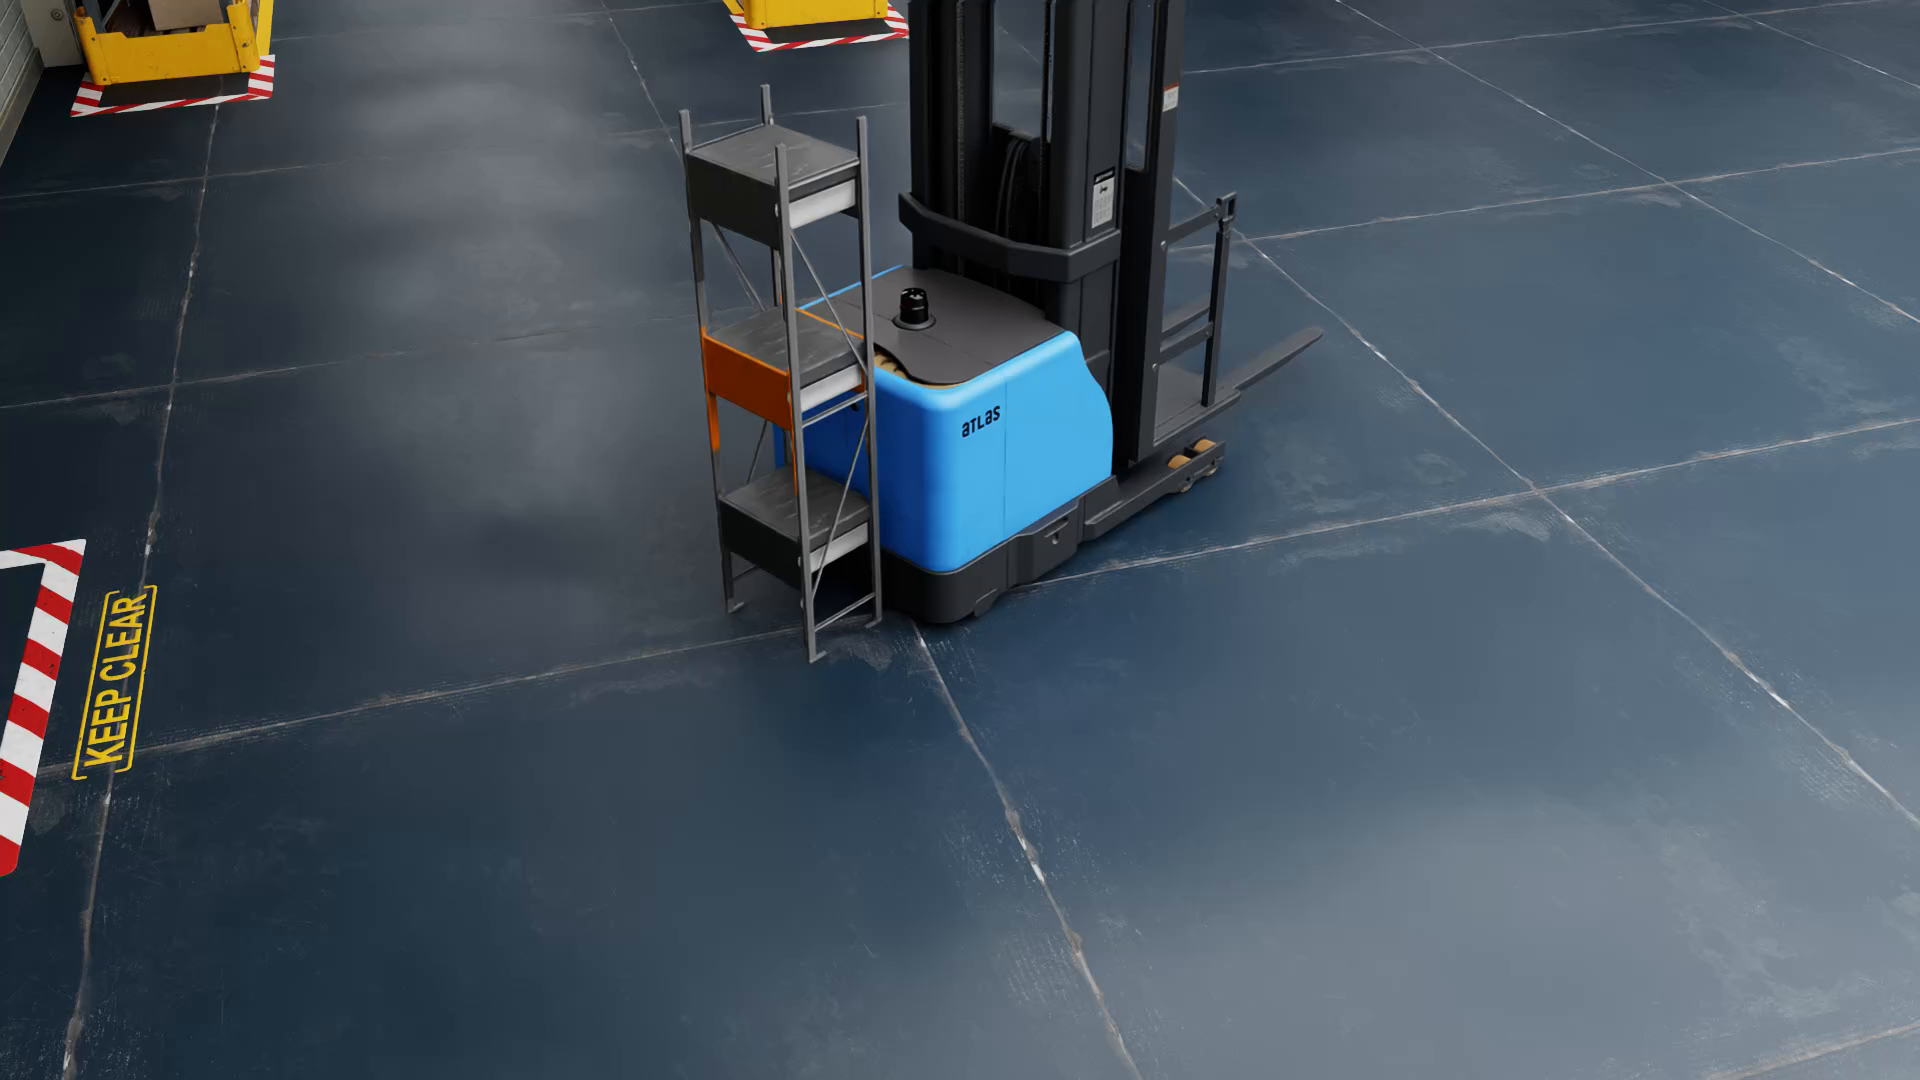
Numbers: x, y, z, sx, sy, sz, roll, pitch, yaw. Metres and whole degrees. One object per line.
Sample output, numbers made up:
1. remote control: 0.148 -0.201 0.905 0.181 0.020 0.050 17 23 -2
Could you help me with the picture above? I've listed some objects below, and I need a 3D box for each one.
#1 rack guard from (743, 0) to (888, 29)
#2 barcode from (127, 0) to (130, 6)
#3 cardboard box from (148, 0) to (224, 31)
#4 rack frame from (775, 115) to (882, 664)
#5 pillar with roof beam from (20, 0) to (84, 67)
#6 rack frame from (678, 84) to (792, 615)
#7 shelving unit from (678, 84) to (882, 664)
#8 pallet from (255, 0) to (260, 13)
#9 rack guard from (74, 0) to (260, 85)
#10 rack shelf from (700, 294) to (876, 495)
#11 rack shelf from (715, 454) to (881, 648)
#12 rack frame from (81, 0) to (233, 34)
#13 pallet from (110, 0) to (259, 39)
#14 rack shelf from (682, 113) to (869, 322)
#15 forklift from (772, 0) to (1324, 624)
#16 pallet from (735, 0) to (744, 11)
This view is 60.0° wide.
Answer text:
1. rack guard: -1.194 -4.551 13.684 1.175 0.500 0.348 -10 35 -15
2. barcode: -6.430 -4.158 12.853 0.001 0.075 0.075 -10 35 -15
3. cardboard box: -6.043 -4.212 12.943 0.500 0.311 0.500 -14 36 -20
4. rack frame: -0.457 -0.472 6.060 0.015 2.100 0.400 27 42 35
5. pillar with roof beam: -2.855 -8.221 11.528 9.100 9.000 0.400 -10 35 -15
6. rack frame: -0.814 -0.655 6.337 0.015 2.100 0.400 27 42 35
7. shelving unit: -0.636 -0.564 6.198 0.503 2.100 0.431 27 42 35
8. pallet: -6.524 -4.720 14.202 1.003 0.211 1.213 -10 35 -15
9. rack guard: -5.941 -3.769 12.500 1.175 0.500 0.348 -10 35 -15
10. rack shelf: -0.636 -0.552 6.206 0.480 0.518 0.431 27 42 35
11. rack shelf: -0.636 0.032 6.592 0.480 0.518 0.431 27 42 35
12. rack frame: -5.918 -4.772 11.751 1.000 3.000 0.127 -10 35 -15
13. pallet: -6.155 -4.081 13.234 1.003 0.211 1.213 -10 35 -15
14. rack shelf: -0.636 -1.136 5.820 0.480 0.518 0.431 27 42 35
15. forklift: 0.579 -1.614 7.033 1.130 2.935 3.031 27 42 35
16. pallet: -1.475 -4.838 14.380 1.003 0.211 1.213 -10 35 -15
